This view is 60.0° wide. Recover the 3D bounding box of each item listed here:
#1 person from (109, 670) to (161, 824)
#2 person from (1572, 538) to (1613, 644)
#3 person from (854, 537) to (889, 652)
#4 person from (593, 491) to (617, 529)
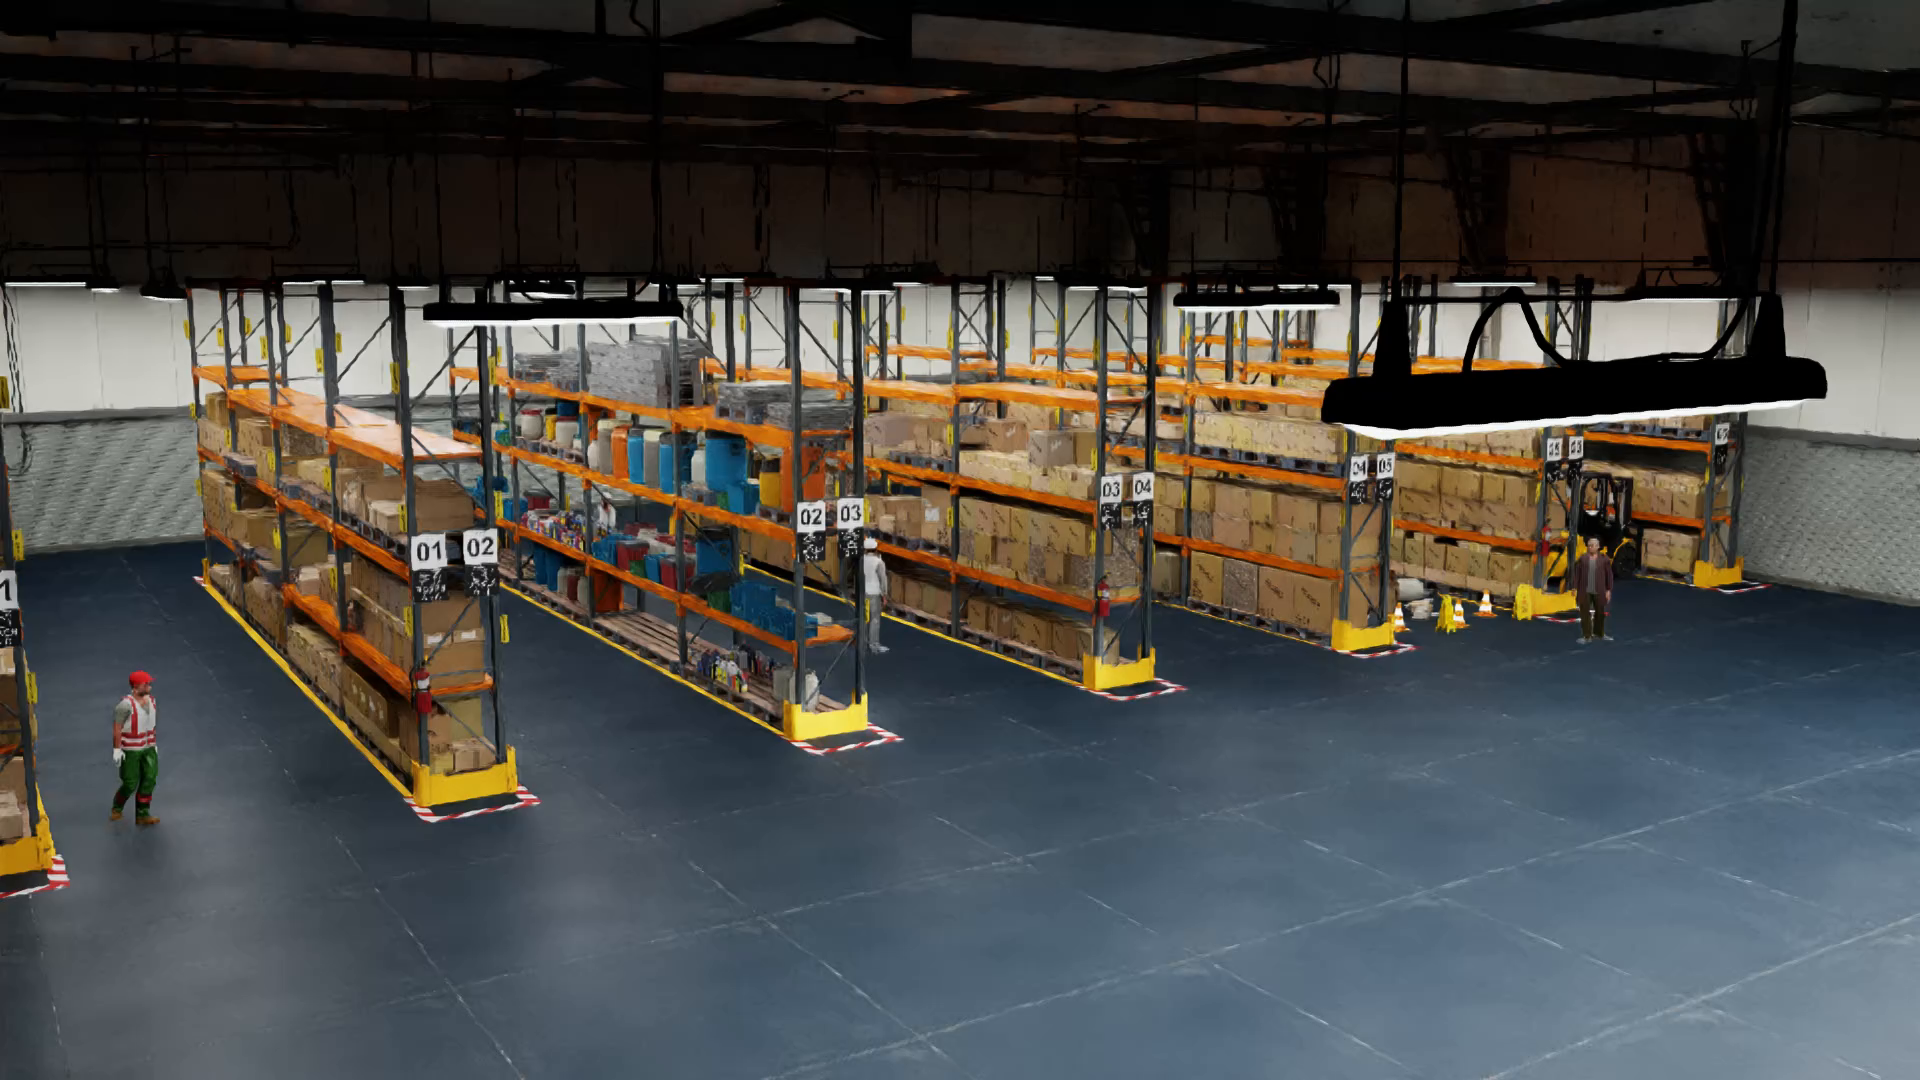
[{"bbox_3d":[-9.340,2.341,18.781,0.576,1.777,0.588,4,10,22],"label":"person"},{"bbox_3d":[10.579,0.844,27.772,0.693,1.752,0.596,5,11,28],"label":"person"},{"bbox_3d":[-1.373,0.833,25.944,0.601,1.777,0.464,5,11,29],"label":"person"},{"bbox_3d":[-7.142,-0.142,33.626,0.553,1.709,1.123,-5,11,-30],"label":"person"}]
